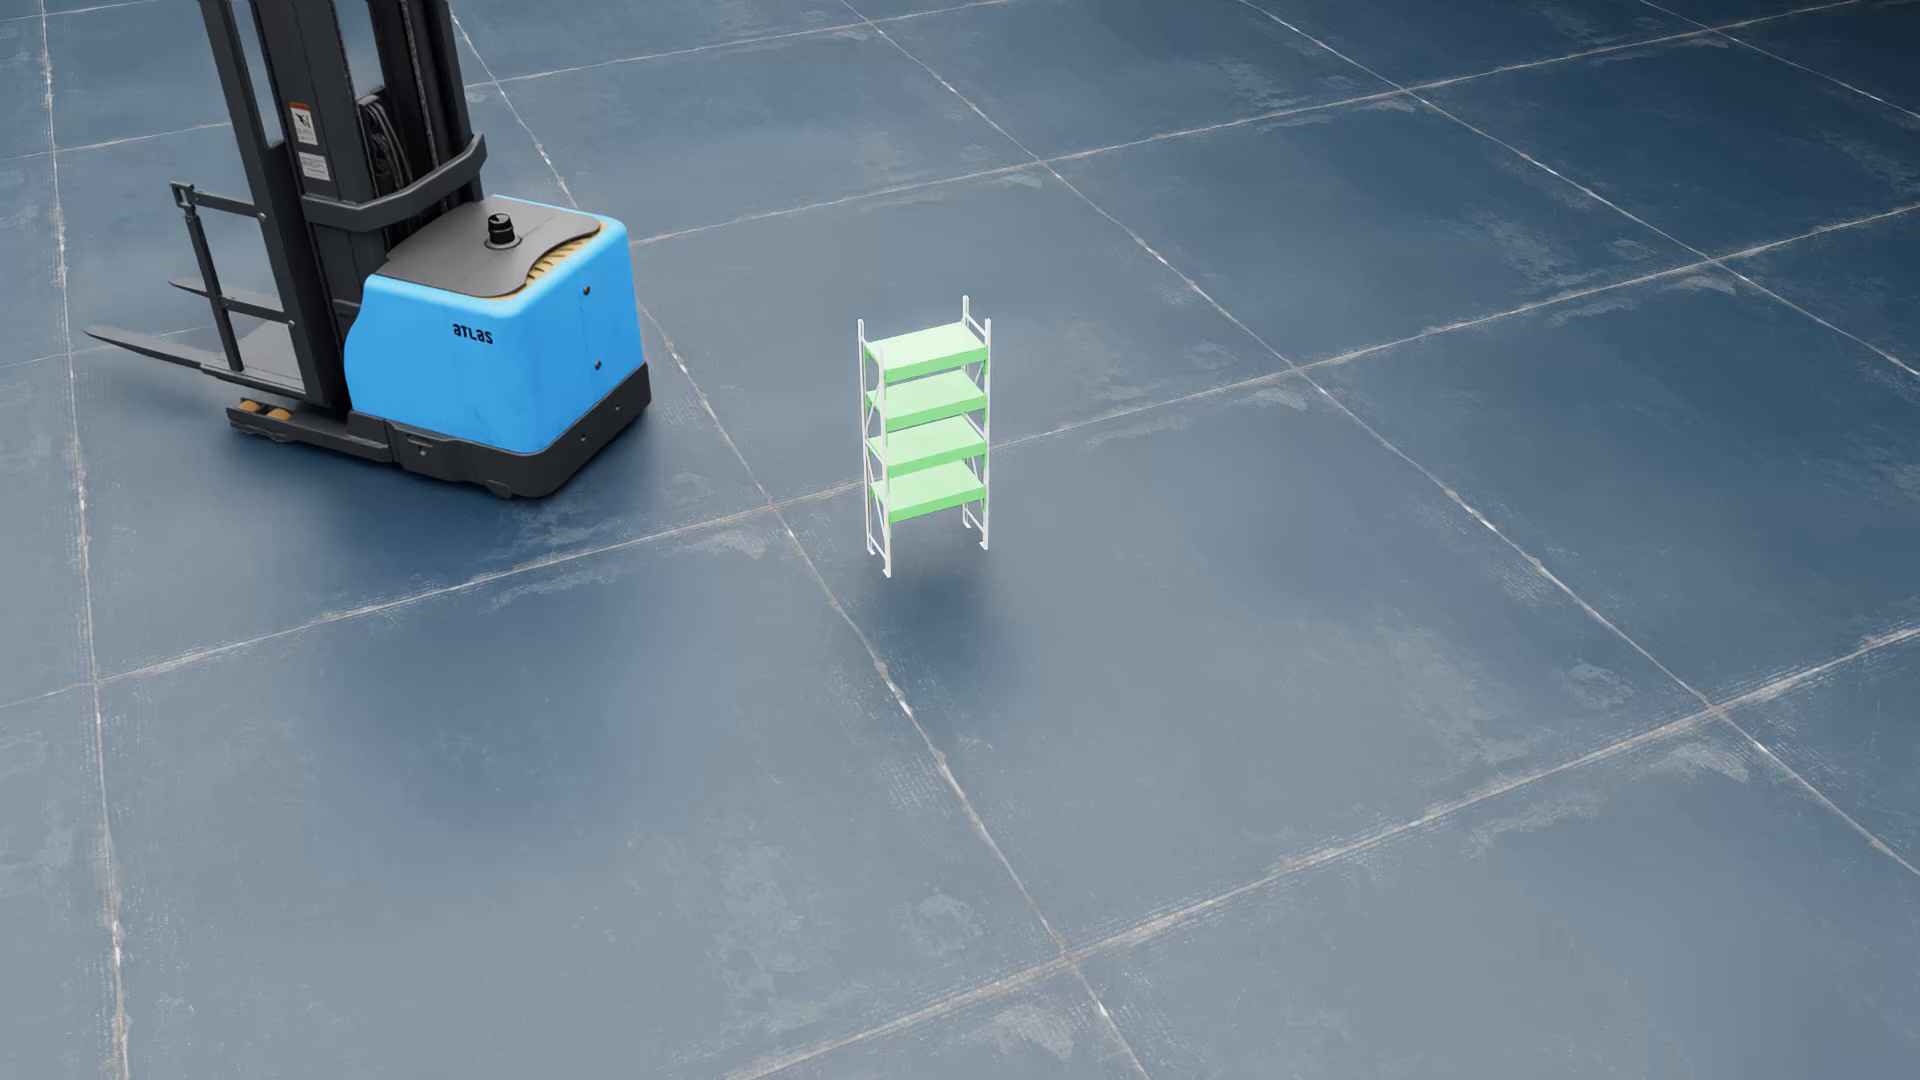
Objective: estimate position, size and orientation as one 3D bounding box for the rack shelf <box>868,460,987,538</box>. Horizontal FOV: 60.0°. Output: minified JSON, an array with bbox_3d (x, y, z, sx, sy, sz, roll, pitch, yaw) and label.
[{"bbox_3d":[-0.150,-0.196,7.517,0.480,0.148,0.258,-16,39,-20],"label":"rack shelf"}]

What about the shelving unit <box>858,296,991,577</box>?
[{"bbox_3d":[-0.150,-0.440,7.336,0.503,1.200,0.258,-16,39,-20],"label":"shelving unit"}]

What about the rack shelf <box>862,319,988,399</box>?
[{"bbox_3d":[-0.150,-0.774,7.088,0.480,0.148,0.258,-16,39,-20],"label":"rack shelf"}]

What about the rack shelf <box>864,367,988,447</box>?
[{"bbox_3d":[-0.150,-0.581,7.231,0.480,0.148,0.258,-16,39,-20],"label":"rack shelf"}]

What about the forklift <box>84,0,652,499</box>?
[{"bbox_3d":[-3.162,-1.944,7.911,3.031,2.935,1.130,14,39,18],"label":"forklift"}]

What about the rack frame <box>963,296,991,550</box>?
[{"bbox_3d":[0.071,-0.502,7.419,0.015,1.200,0.240,-16,39,-20],"label":"rack frame"}]

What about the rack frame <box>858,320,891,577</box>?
[{"bbox_3d":[-0.371,-0.378,7.253,0.015,1.200,0.240,-16,39,-20],"label":"rack frame"}]

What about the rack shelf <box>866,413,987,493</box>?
[{"bbox_3d":[-0.150,-0.389,7.374,0.480,0.148,0.258,-16,39,-20],"label":"rack shelf"}]
